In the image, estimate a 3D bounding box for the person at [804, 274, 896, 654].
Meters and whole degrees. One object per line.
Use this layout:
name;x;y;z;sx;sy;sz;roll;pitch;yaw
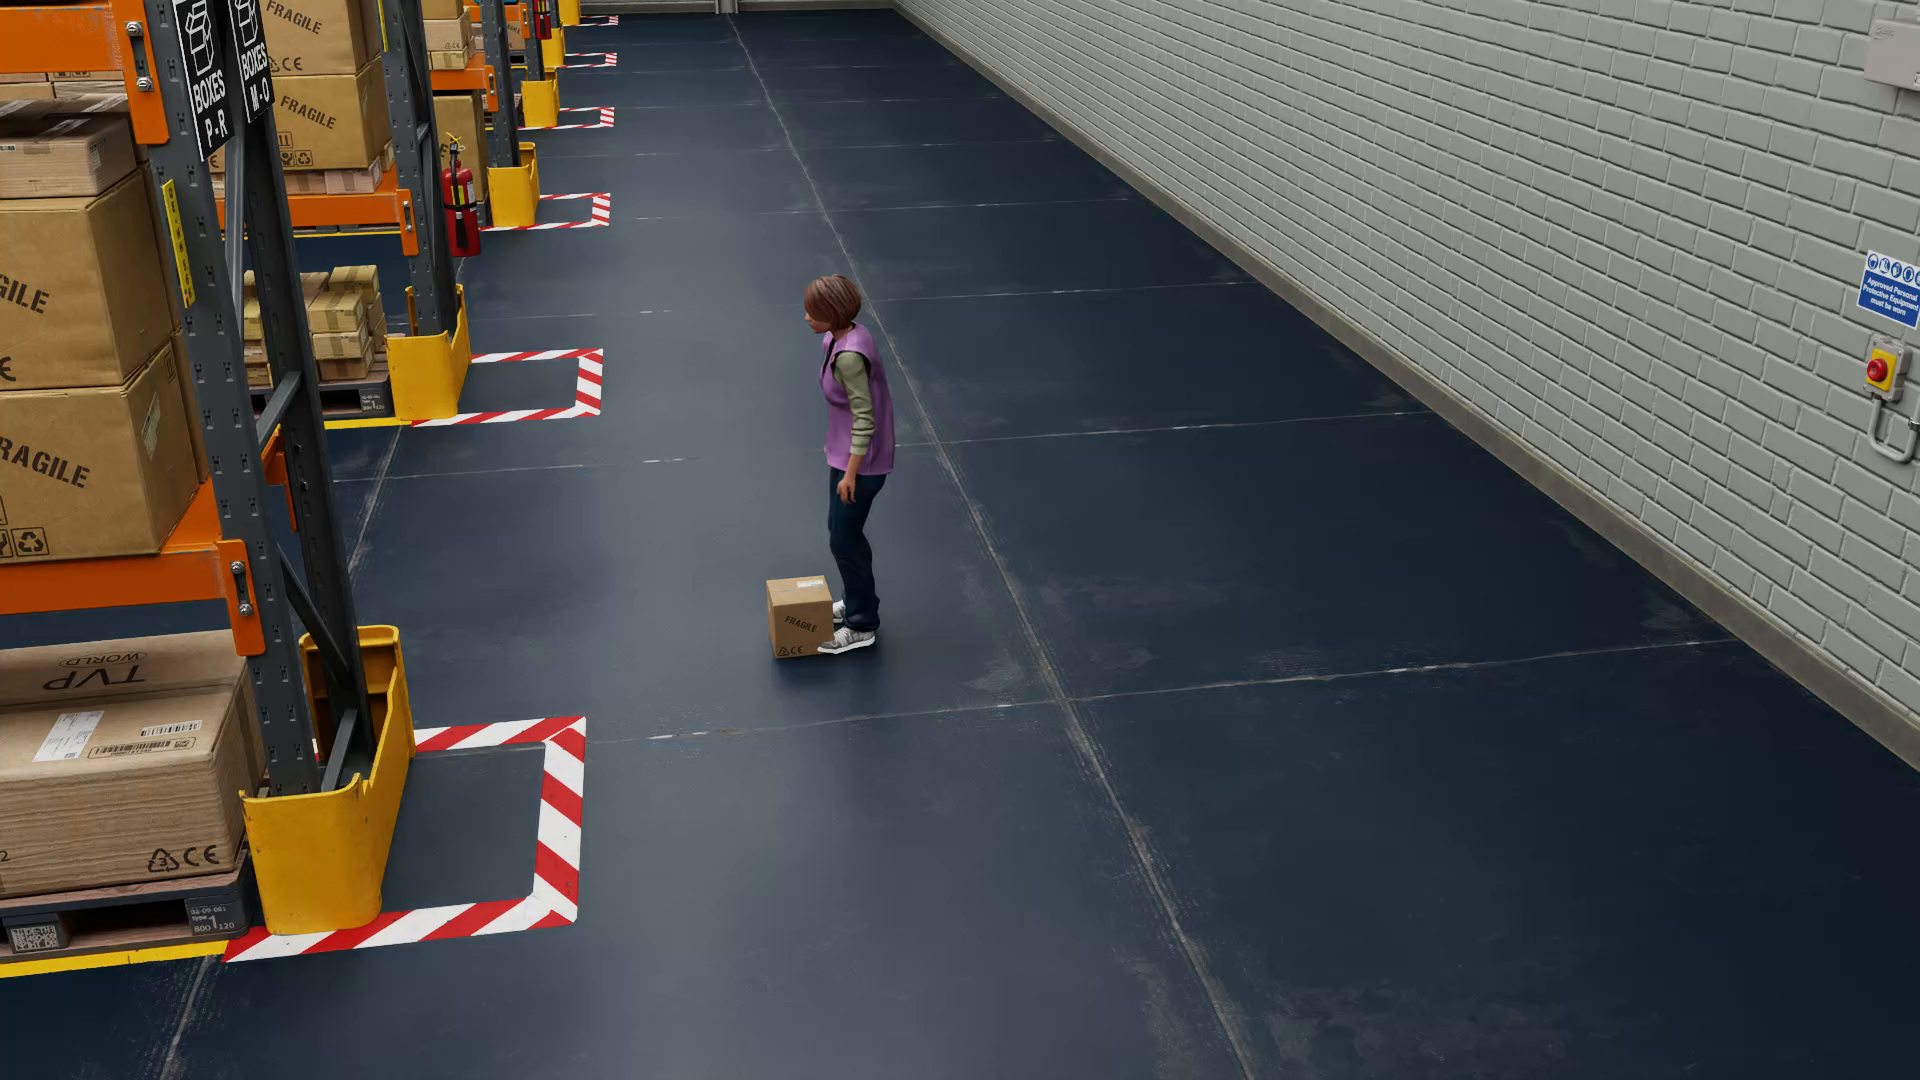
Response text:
person;-0.456;-0.311;6.824;0.367;1.592;0.460;-4;24;-9
